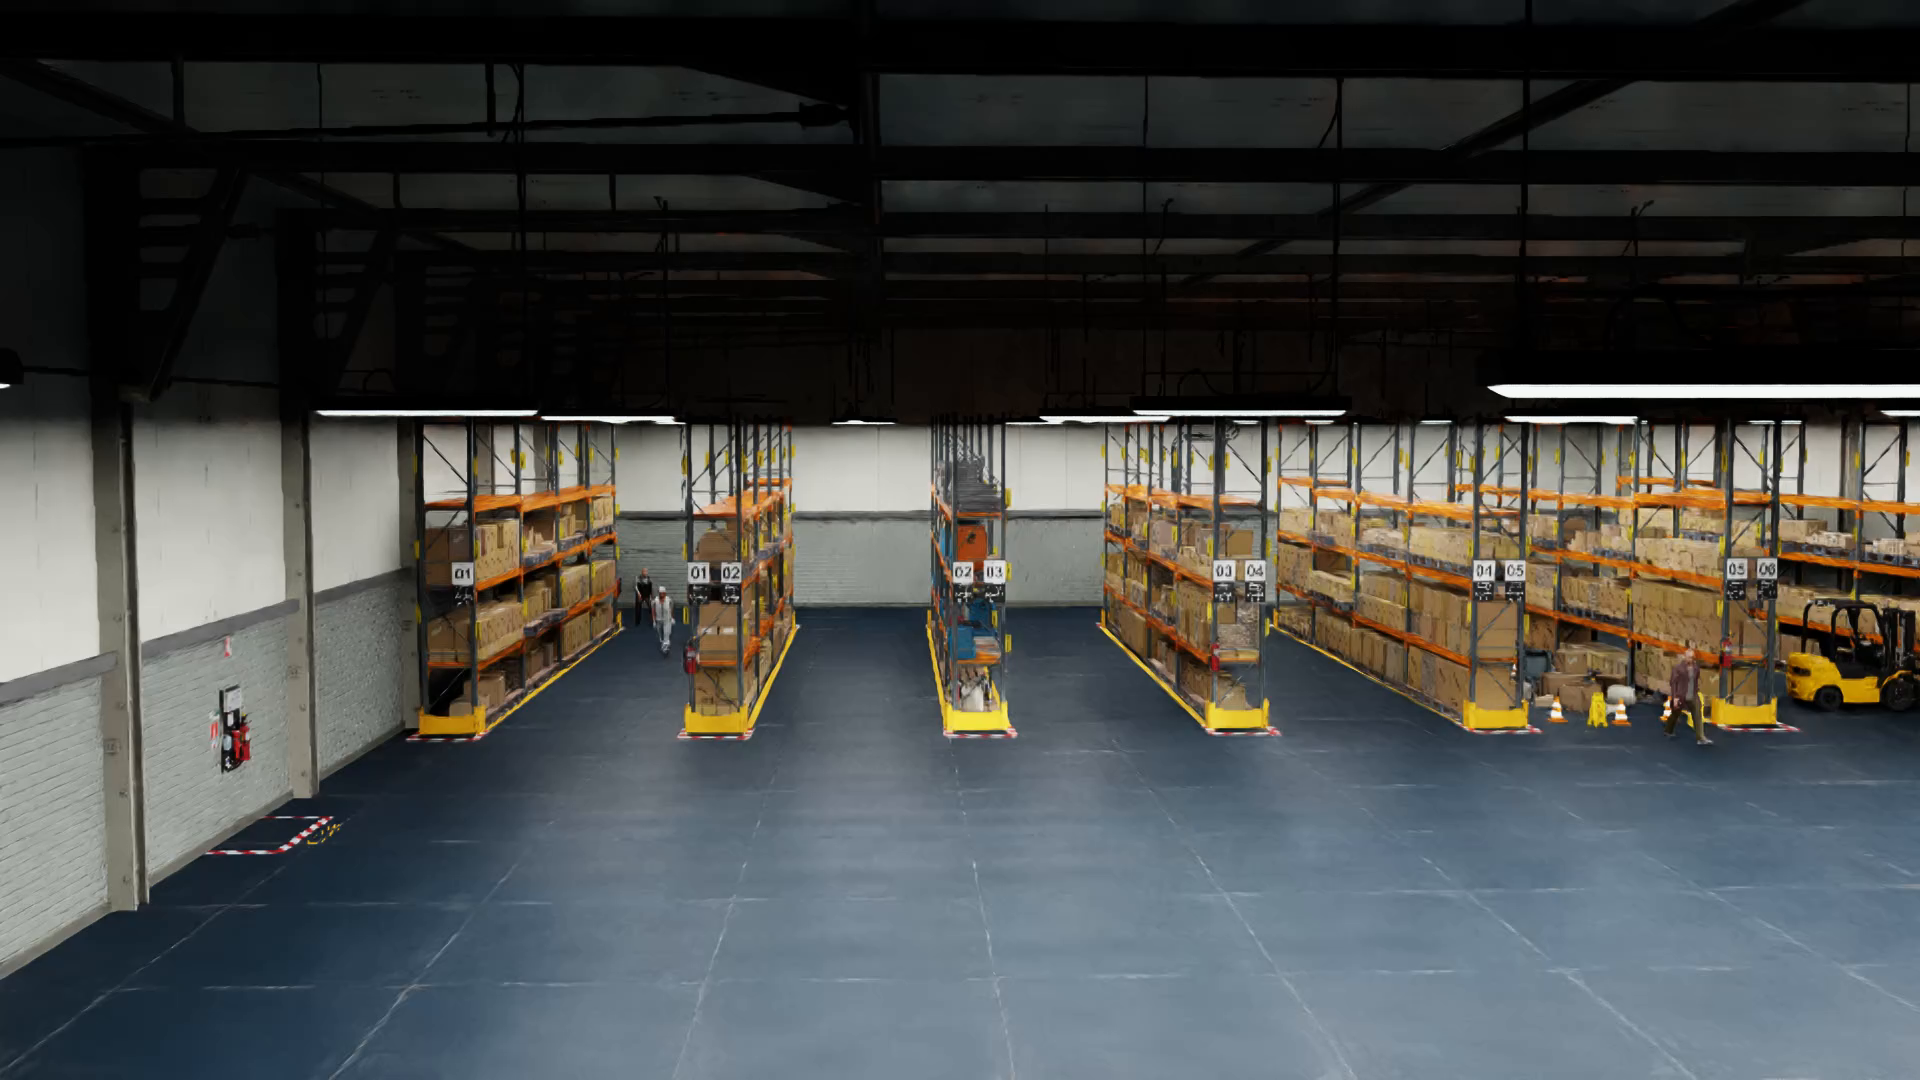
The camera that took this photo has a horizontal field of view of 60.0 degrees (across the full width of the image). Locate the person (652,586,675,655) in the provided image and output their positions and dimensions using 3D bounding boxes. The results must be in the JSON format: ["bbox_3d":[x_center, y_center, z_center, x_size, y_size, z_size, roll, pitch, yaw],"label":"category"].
[{"bbox_3d":[-7.473,2.009,41.814,0.553,1.709,1.123,0,4,-1],"label":"person"}]

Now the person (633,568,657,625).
[{"bbox_3d":[-9.101,1.622,47.888,0.655,1.675,0.734,-2,4,-26],"label":"person"}]

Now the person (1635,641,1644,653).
[{"bbox_3d":[16.730,2.110,40.869,0.556,1.644,0.598,2,4,28],"label":"person"}]

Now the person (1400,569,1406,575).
[{"bbox_3d":[12.397,1.696,46.259,0.472,1.791,0.596,1,4,9],"label":"person"}]

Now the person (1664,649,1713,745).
[{"bbox_3d":[13.133,2.808,30.062,0.601,1.698,1.195,0,4,-4],"label":"person"}]
